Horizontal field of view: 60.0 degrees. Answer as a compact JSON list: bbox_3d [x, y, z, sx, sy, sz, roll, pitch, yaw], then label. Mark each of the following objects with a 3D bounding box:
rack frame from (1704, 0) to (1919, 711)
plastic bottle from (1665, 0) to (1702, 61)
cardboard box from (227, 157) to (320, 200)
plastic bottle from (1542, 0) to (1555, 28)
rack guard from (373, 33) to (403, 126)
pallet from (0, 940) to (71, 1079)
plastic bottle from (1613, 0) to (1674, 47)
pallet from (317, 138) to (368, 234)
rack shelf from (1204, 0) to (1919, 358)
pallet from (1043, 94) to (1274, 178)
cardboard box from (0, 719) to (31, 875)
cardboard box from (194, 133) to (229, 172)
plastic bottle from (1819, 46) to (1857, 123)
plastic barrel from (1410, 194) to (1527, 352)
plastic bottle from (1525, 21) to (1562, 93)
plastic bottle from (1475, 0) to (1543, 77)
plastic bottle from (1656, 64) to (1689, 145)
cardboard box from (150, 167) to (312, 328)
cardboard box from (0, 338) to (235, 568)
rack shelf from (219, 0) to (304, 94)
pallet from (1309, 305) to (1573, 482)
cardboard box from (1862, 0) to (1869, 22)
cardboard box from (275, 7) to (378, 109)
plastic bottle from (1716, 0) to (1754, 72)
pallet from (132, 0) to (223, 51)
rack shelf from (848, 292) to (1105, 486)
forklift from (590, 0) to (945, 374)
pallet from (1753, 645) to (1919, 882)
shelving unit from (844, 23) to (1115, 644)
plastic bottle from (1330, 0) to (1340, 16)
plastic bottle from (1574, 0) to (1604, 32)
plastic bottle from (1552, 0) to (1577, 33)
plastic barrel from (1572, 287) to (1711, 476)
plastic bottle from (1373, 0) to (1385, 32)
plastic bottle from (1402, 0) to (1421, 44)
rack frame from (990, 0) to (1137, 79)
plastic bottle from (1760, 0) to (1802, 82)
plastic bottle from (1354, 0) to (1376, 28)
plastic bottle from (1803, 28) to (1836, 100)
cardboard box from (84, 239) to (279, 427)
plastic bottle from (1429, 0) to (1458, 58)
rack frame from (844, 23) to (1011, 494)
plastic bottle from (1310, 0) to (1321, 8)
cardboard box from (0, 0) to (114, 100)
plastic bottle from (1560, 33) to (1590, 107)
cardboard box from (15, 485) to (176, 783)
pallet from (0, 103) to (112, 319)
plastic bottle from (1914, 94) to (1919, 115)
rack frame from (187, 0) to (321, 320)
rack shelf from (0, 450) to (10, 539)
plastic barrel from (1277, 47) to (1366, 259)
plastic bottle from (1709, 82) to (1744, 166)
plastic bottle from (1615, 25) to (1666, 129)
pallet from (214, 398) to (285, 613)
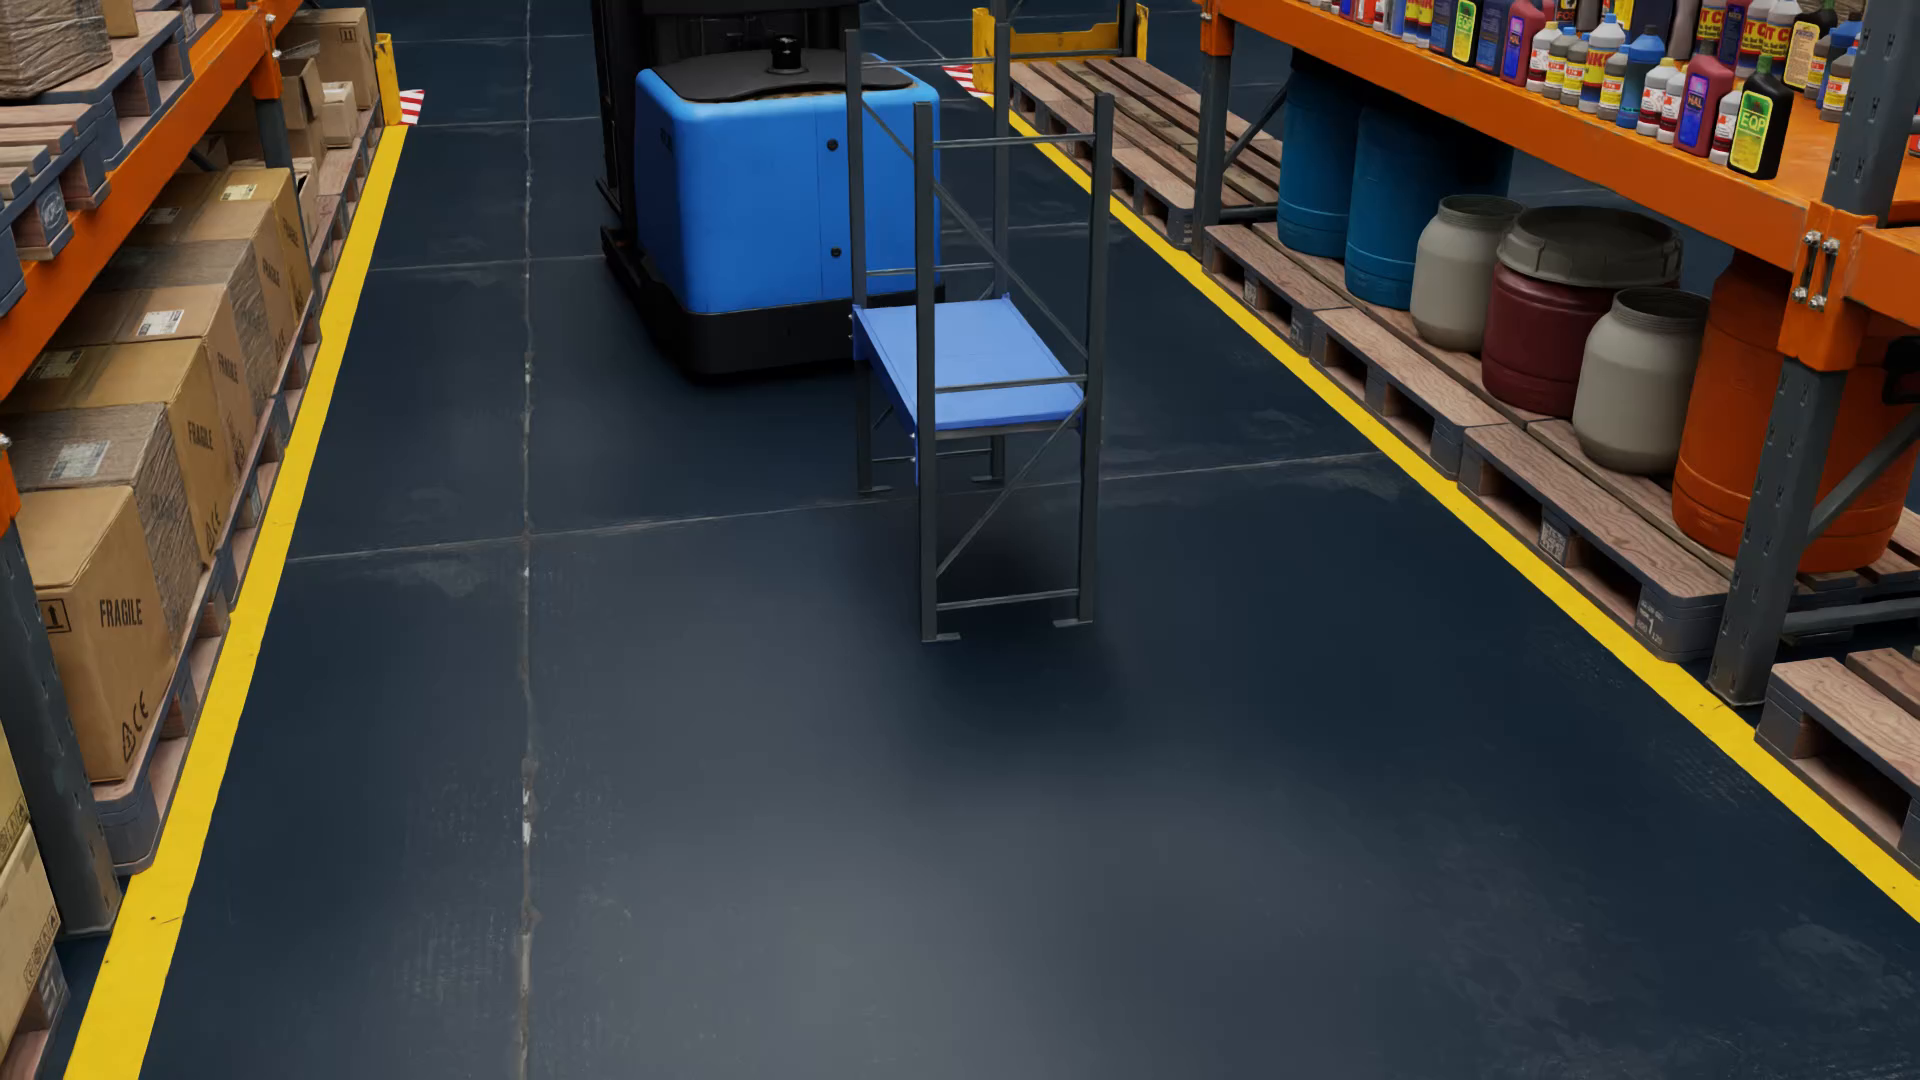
[{"bbox_3d":[2.503,-0.970,3.842,1.000,3.000,0.127,-6,27,-12],"label":"rack frame"},{"bbox_3d":[2.408,-1.746,5.518,0.152,0.276,0.135,-6,27,-12],"label":"plastic bottle"},{"bbox_3d":[-3.313,-1.741,8.026,0.380,0.166,0.250,-6,27,-12],"label":"cardboard box"},{"bbox_3d":[1.838,-1.649,5.318,0.061,0.283,0.133,-6,27,-12],"label":"plastic bottle"},{"bbox_3d":[-4.109,-2.831,10.304,1.175,0.500,0.348,-6,27,-12],"label":"rack guard"},{"bbox_3d":[-2.176,1.142,2.753,1.003,0.211,1.213,-6,27,-12],"label":"pallet"},{"bbox_3d":[2.258,-1.775,5.493,0.144,0.351,0.185,-6,27,-12],"label":"plastic bottle"},{"bbox_3d":[-3.657,-1.818,8.617,1.003,0.211,1.213,-6,27,-12],"label":"pallet"},{"bbox_3d":[2.053,-1.527,5.744,1.077,0.370,4.000,-6,27,-12],"label":"rack shelf"},{"bbox_3d":[1.120,-2.336,9.645,1.003,0.211,1.213,-6,27,-12],"label":"pallet"},{"bbox_3d":[-1.965,0.526,2.841,0.500,0.311,0.500,-5,27,-10],"label":"cardboard box"},{"bbox_3d":[-3.799,-1.771,7.926,0.500,0.311,0.500,-6,27,-12],"label":"cardboard box"},{"bbox_3d":[2.499,-1.286,4.689,0.097,0.201,0.097,0,27,0],"label":"plastic bottle"},{"bbox_3d":[1.908,-0.994,6.186,0.421,0.512,0.421,0,27,0],"label":"plastic barrel"},{"bbox_3d":[1.783,-1.468,5.050,0.097,0.201,0.097,0,27,0],"label":"plastic bottle"},{"bbox_3d":[1.744,-1.658,5.260,0.144,0.351,0.185,-6,27,-12],"label":"plastic bottle"},{"bbox_3d":[1.936,-1.169,4.458,0.097,0.201,0.097,0,27,0],"label":"plastic bottle"},{"bbox_3d":[-2.834,-1.117,6.421,0.500,0.500,0.500,-6,27,-12],"label":"cardboard box"},{"bbox_3d":[-2.379,-0.228,4.658,0.500,0.500,0.500,-6,27,-12],"label":"cardboard box"},{"bbox_3d":[-3.676,-2.781,8.230,1.077,0.370,4.000,-6,27,-12],"label":"rack shelf"},{"bbox_3d":[2.014,-0.601,6.207,1.003,0.211,1.213,-6,27,-12],"label":"pallet"},{"bbox_3d":[6.154,-3.161,10.075,0.875,0.875,0.875,-6,27,-12],"label":"cardboard box"},{"bbox_3d":[-3.764,-2.847,9.848,0.500,0.500,0.500,-6,27,-12],"label":"cardboard box"},{"bbox_3d":[2.505,-1.652,5.324,0.061,0.283,0.133,-6,27,-12],"label":"plastic bottle"},{"bbox_3d":[-3.151,-1.777,5.654,1.003,0.211,1.213,-6,27,-12],"label":"pallet"},{"bbox_3d":[0.019,-0.472,4.919,0.538,0.185,1.000,-6,27,-12],"label":"rack shelf"},{"bbox_3d":[-1.047,-2.583,7.116,1.130,2.935,3.031,-9,28,-18],"label":"forklift"},{"bbox_3d":[2.640,0.619,3.789,1.003,0.211,1.213,-6,27,-12],"label":"pallet"},{"bbox_3d":[0.019,-0.632,4.838,0.538,1.500,1.048,-6,27,-12],"label":"shelving unit"},{"bbox_3d":[1.461,-2.095,6.293,0.097,0.201,0.097,0,27,0],"label":"plastic bottle"},{"bbox_3d":[2.284,-1.987,5.996,0.152,0.276,0.135,-6,27,-12],"label":"plastic bottle"},{"bbox_3d":[2.167,-1.965,5.956,0.097,0.271,0.097,0,27,0],"label":"plastic bottle"},{"bbox_3d":[2.162,-0.498,5.203,0.421,0.512,0.421,0,27,0],"label":"plastic barrel"},{"bbox_3d":[1.543,-1.935,5.975,0.097,0.201,0.097,0,27,0],"label":"plastic bottle"},{"bbox_3d":[1.596,-1.864,5.758,0.097,0.271,0.097,0,27,0],"label":"plastic bottle"},{"bbox_3d":[0.701,-4.482,10.800,1.000,3.000,0.127,-6,27,-12],"label":"rack frame"},{"bbox_3d":[2.535,-1.552,5.138,0.097,0.271,0.097,0,27,0],"label":"plastic bottle"},{"bbox_3d":[1.544,-2.022,6.065,0.152,0.276,0.135,-6,27,-12],"label":"plastic bottle"},{"bbox_3d":[2.587,-1.419,4.953,0.097,0.201,0.097,0,27,0],"label":"plastic bottle"},{"bbox_3d":[-2.619,-0.679,5.553,0.500,0.500,0.500,-6,27,-11],"label":"cardboard box"},{"bbox_3d":[1.672,-1.797,5.537,0.144,0.351,0.185,-6,27,-12],"label":"plastic bottle"},{"bbox_3d":[-0.095,-0.855,5.280,0.500,1.500,0.032,-6,27,-12],"label":"rack frame"},{"bbox_3d":[1.417,-2.212,6.446,0.097,0.271,0.097,0,27,0],"label":"plastic bottle"},{"bbox_3d":[-2.595,-1.386,4.091,0.700,0.500,0.500,-1,27,-2],"label":"cardboard box"},{"bbox_3d":[1.827,-1.383,4.881,0.097,0.201,0.097,0,27,0],"label":"plastic bottle"},{"bbox_3d":[-2.147,0.222,3.766,0.500,0.500,0.500,-5,27,-9],"label":"cardboard box"},{"bbox_3d":[-2.544,-0.673,3.468,1.213,0.211,1.003,-6,27,-12],"label":"pallet"},{"bbox_3d":[2.691,-1.289,4.605,0.061,0.283,0.133,-6,27,-12],"label":"plastic bottle"},{"bbox_3d":[-3.225,-2.224,6.328,1.000,3.000,0.127,-6,27,-12],"label":"rack frame"},{"bbox_3d":[-1.873,0.731,1.271,1.077,0.370,4.000,-6,27,-12],"label":"rack shelf"},{"bbox_3d":[1.708,-1.736,7.223,0.600,0.901,0.708,-6,27,-12],"label":"plastic barrel"},{"bbox_3d":[1.988,-1.068,4.257,0.097,0.201,0.097,0,27,0],"label":"plastic bottle"},{"bbox_3d":[1.893,-1.286,4.611,0.097,0.271,0.097,0,27,0],"label":"plastic bottle"},{"bbox_3d":[-2.726,-0.090,5.193,1.003,0.211,1.213,-6,27,-12],"label":"pallet"}]
